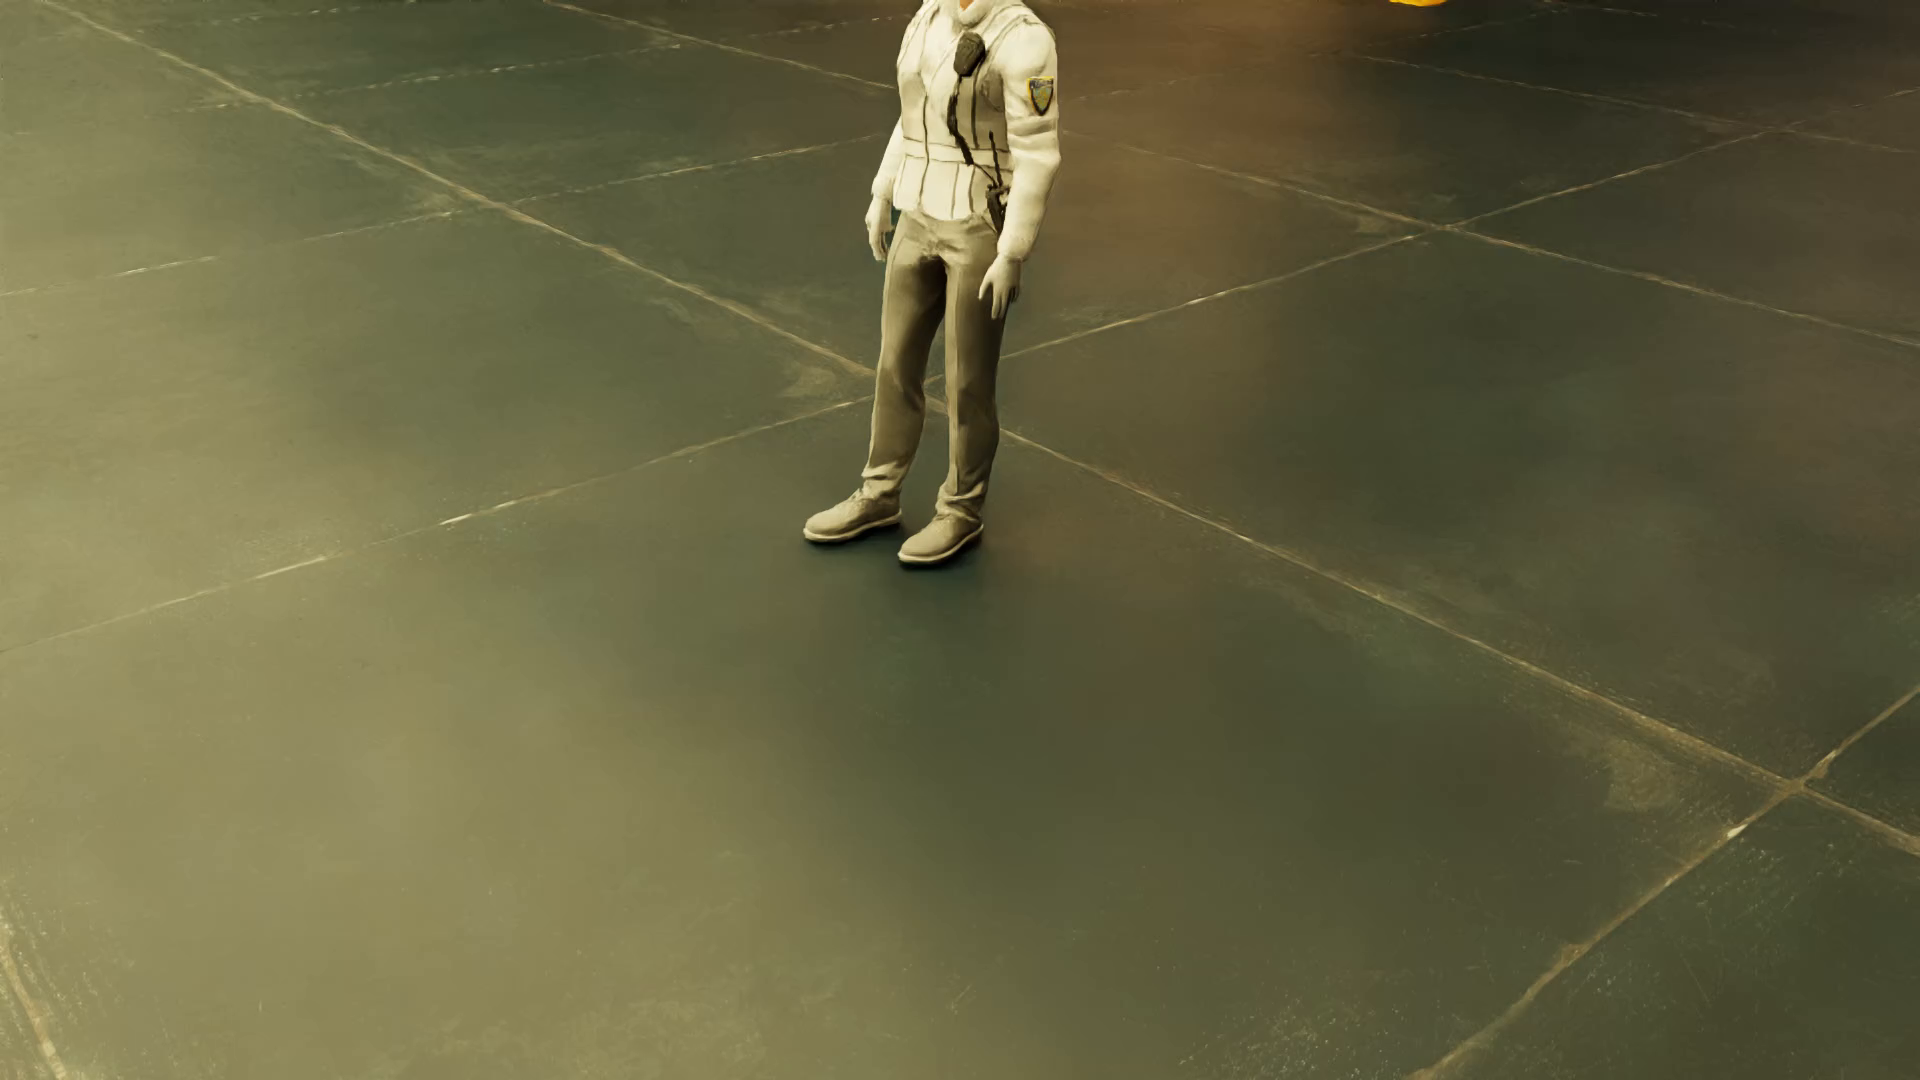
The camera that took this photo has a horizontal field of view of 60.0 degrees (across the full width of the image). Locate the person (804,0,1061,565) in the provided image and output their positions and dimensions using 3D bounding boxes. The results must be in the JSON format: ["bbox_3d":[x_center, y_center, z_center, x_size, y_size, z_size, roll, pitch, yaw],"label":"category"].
[{"bbox_3d":[-0.056,-0.749,4.087,0.532,1.695,0.586,-20,33,-35],"label":"person"}]
